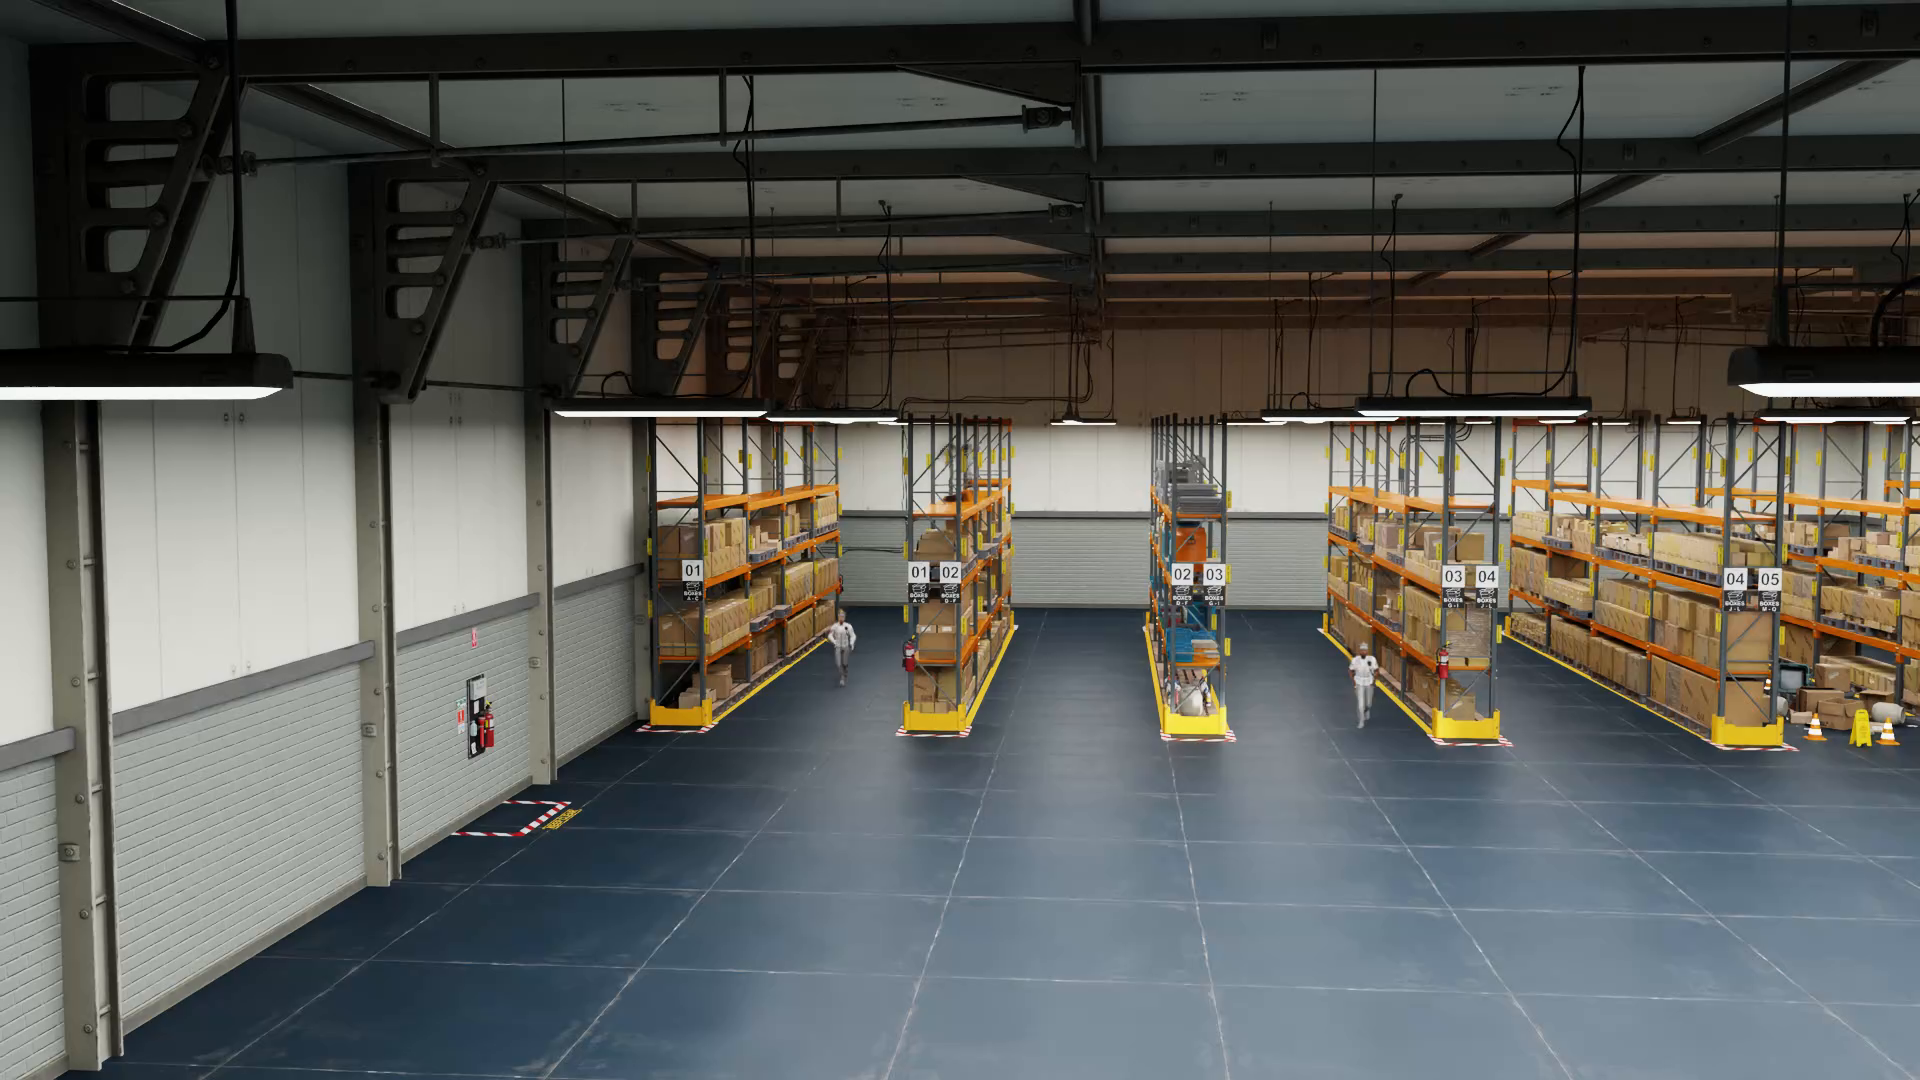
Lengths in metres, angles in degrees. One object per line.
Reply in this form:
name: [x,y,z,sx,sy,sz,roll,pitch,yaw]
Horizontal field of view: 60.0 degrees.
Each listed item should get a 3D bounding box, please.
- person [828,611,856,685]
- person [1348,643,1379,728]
person: [-2.645,2.403,37.221,0.616,1.660,0.554,0,4,-1]
person: [7.736,2.774,31.867,0.579,1.676,0.608,1,4,14]
